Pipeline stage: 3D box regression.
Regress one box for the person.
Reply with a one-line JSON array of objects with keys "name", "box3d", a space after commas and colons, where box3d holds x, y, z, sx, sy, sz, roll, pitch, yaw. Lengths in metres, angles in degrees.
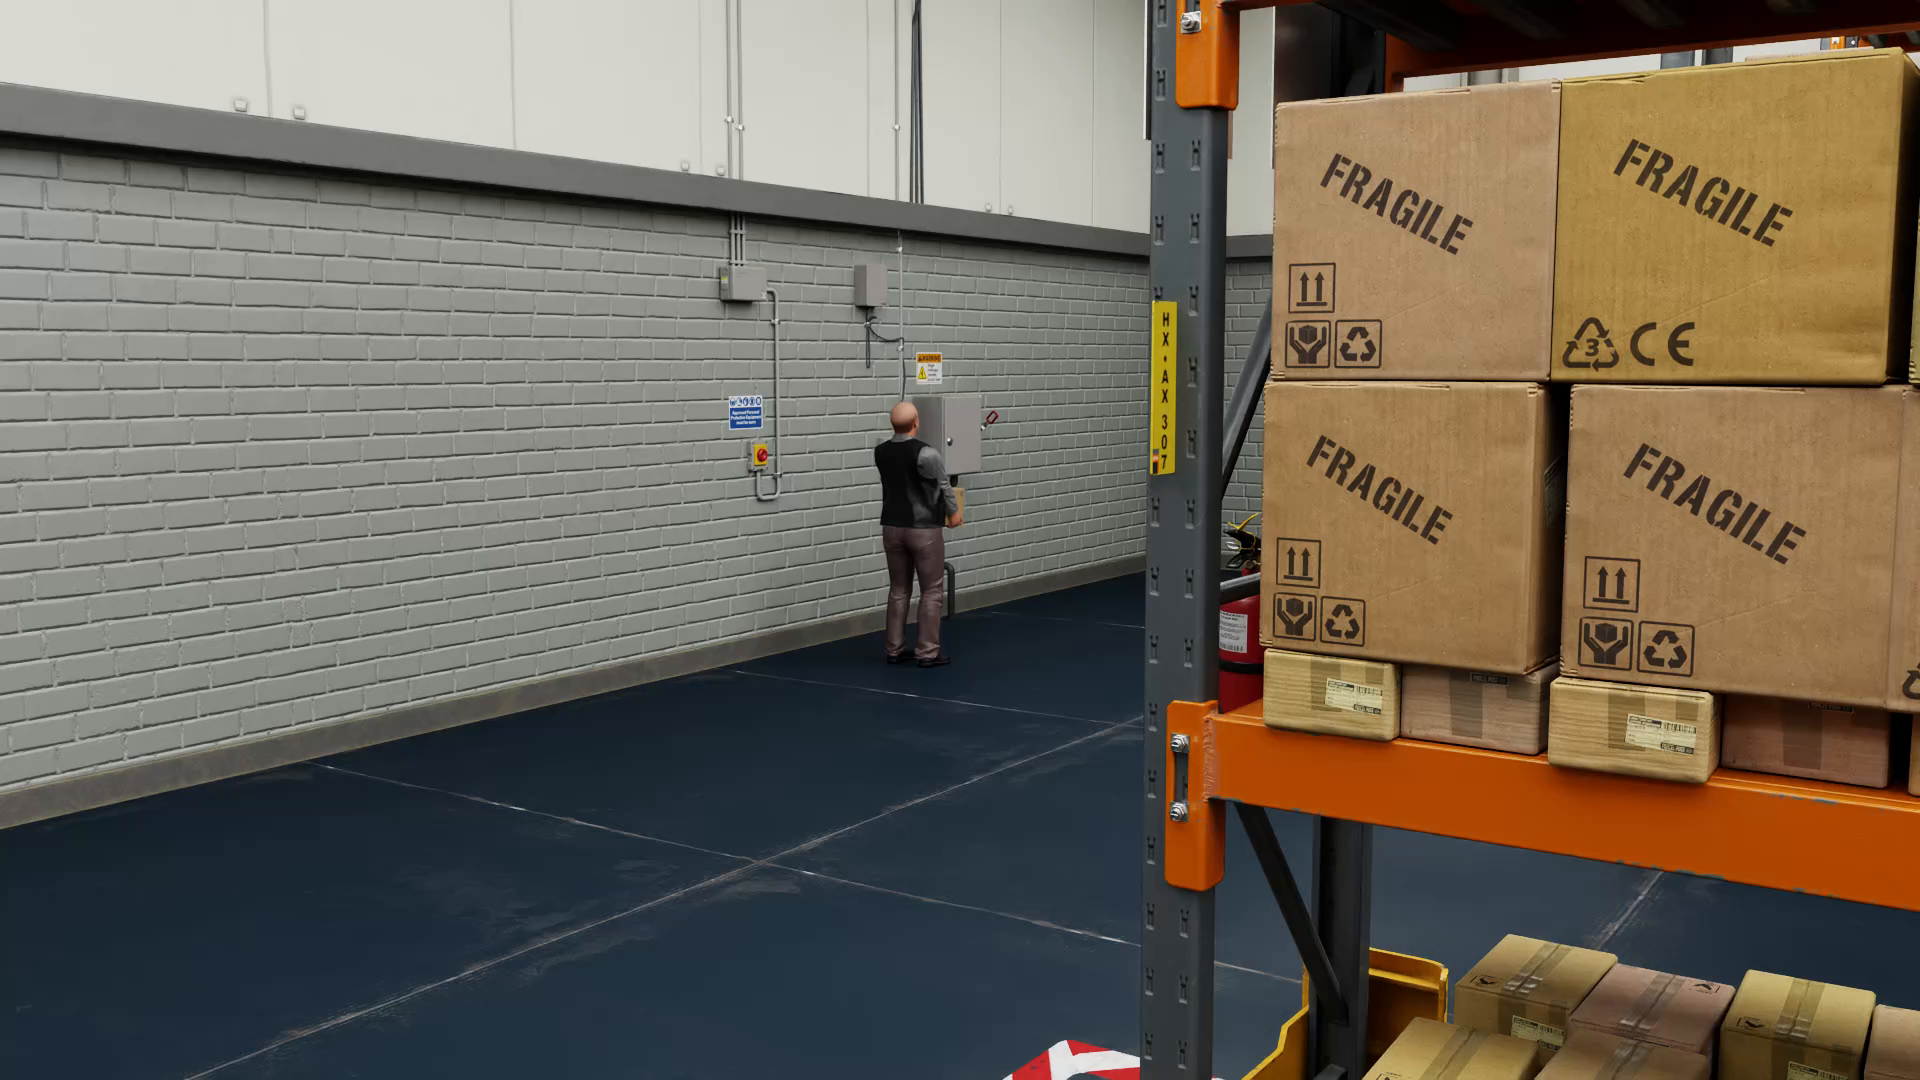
[{"name": "person", "box3d": [-0.266, -0.050, 10.880, 0.494, 1.711, 0.551, 4, 8, 34]}]
